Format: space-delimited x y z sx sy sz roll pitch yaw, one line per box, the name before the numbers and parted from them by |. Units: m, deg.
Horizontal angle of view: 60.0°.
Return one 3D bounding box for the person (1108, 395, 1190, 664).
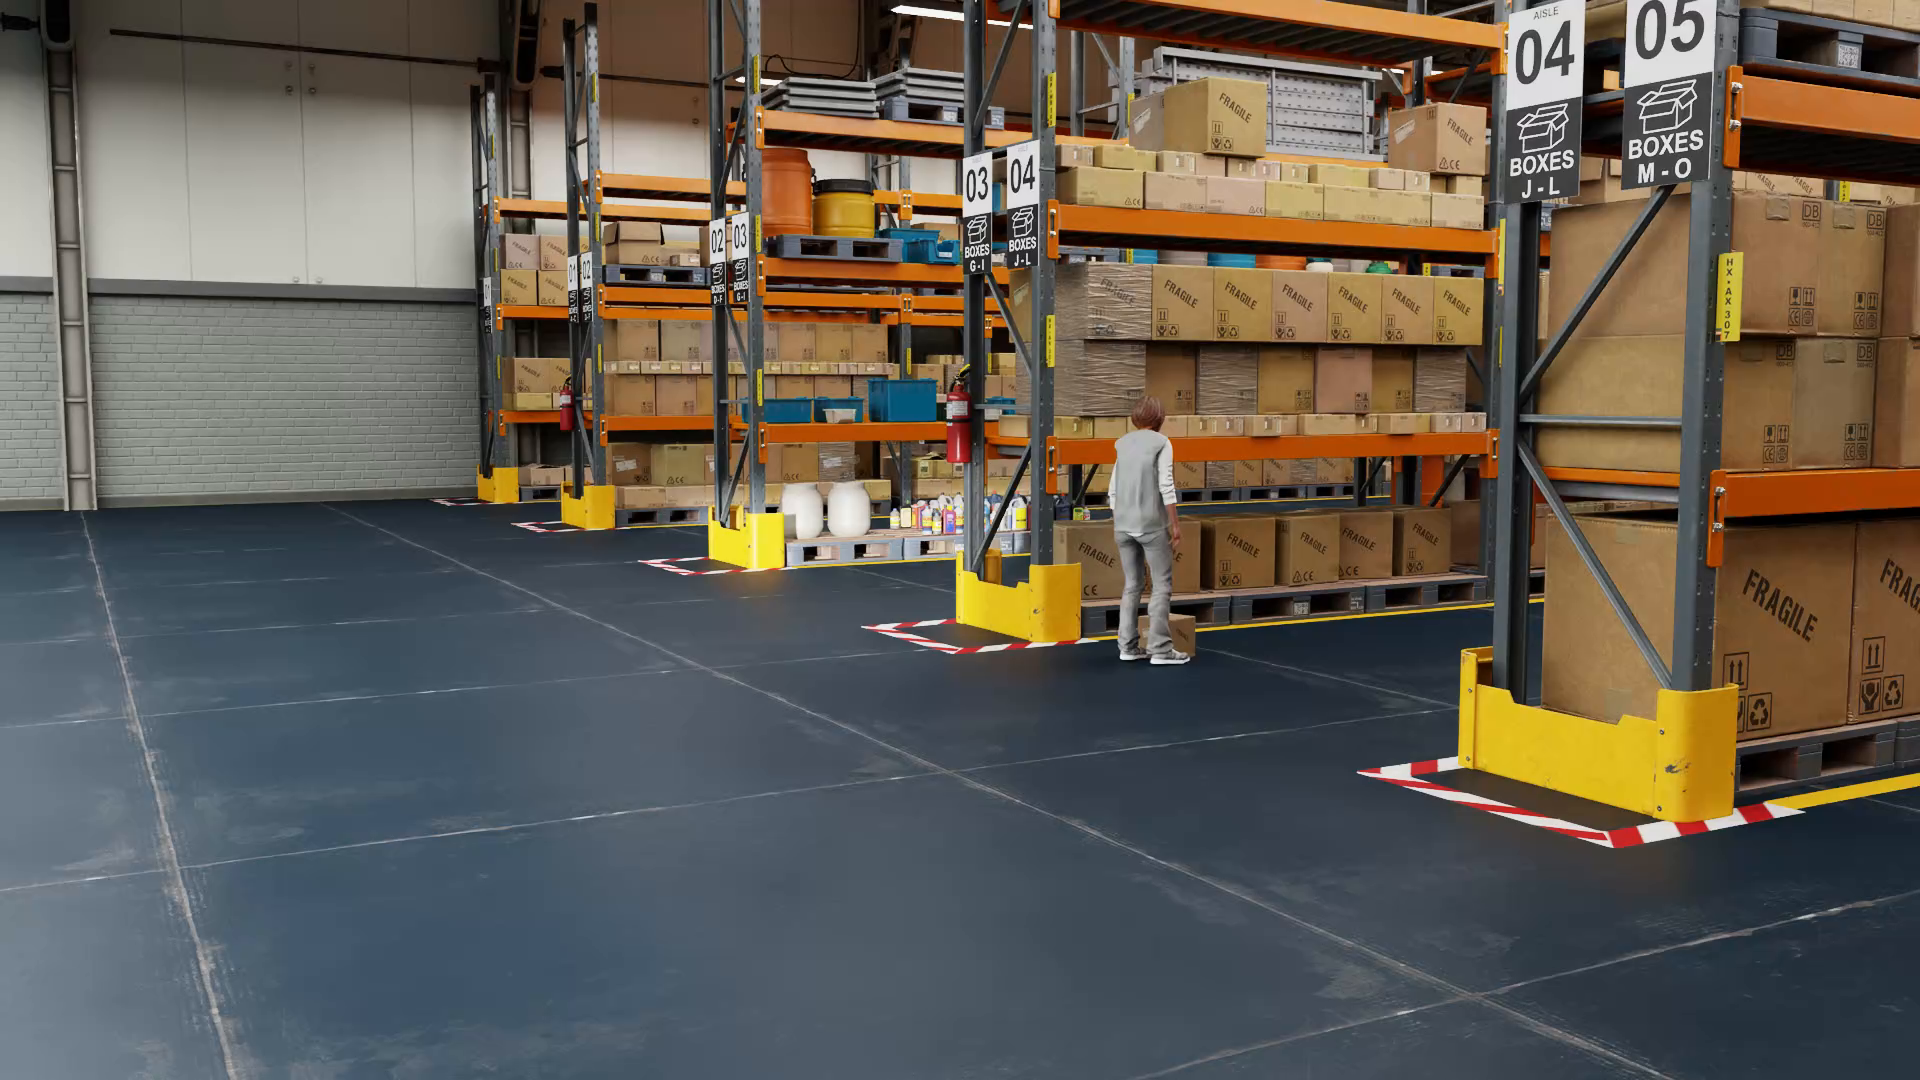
person | 1.103 -0.062 9.902 0.486 1.593 0.345 5 7 41
